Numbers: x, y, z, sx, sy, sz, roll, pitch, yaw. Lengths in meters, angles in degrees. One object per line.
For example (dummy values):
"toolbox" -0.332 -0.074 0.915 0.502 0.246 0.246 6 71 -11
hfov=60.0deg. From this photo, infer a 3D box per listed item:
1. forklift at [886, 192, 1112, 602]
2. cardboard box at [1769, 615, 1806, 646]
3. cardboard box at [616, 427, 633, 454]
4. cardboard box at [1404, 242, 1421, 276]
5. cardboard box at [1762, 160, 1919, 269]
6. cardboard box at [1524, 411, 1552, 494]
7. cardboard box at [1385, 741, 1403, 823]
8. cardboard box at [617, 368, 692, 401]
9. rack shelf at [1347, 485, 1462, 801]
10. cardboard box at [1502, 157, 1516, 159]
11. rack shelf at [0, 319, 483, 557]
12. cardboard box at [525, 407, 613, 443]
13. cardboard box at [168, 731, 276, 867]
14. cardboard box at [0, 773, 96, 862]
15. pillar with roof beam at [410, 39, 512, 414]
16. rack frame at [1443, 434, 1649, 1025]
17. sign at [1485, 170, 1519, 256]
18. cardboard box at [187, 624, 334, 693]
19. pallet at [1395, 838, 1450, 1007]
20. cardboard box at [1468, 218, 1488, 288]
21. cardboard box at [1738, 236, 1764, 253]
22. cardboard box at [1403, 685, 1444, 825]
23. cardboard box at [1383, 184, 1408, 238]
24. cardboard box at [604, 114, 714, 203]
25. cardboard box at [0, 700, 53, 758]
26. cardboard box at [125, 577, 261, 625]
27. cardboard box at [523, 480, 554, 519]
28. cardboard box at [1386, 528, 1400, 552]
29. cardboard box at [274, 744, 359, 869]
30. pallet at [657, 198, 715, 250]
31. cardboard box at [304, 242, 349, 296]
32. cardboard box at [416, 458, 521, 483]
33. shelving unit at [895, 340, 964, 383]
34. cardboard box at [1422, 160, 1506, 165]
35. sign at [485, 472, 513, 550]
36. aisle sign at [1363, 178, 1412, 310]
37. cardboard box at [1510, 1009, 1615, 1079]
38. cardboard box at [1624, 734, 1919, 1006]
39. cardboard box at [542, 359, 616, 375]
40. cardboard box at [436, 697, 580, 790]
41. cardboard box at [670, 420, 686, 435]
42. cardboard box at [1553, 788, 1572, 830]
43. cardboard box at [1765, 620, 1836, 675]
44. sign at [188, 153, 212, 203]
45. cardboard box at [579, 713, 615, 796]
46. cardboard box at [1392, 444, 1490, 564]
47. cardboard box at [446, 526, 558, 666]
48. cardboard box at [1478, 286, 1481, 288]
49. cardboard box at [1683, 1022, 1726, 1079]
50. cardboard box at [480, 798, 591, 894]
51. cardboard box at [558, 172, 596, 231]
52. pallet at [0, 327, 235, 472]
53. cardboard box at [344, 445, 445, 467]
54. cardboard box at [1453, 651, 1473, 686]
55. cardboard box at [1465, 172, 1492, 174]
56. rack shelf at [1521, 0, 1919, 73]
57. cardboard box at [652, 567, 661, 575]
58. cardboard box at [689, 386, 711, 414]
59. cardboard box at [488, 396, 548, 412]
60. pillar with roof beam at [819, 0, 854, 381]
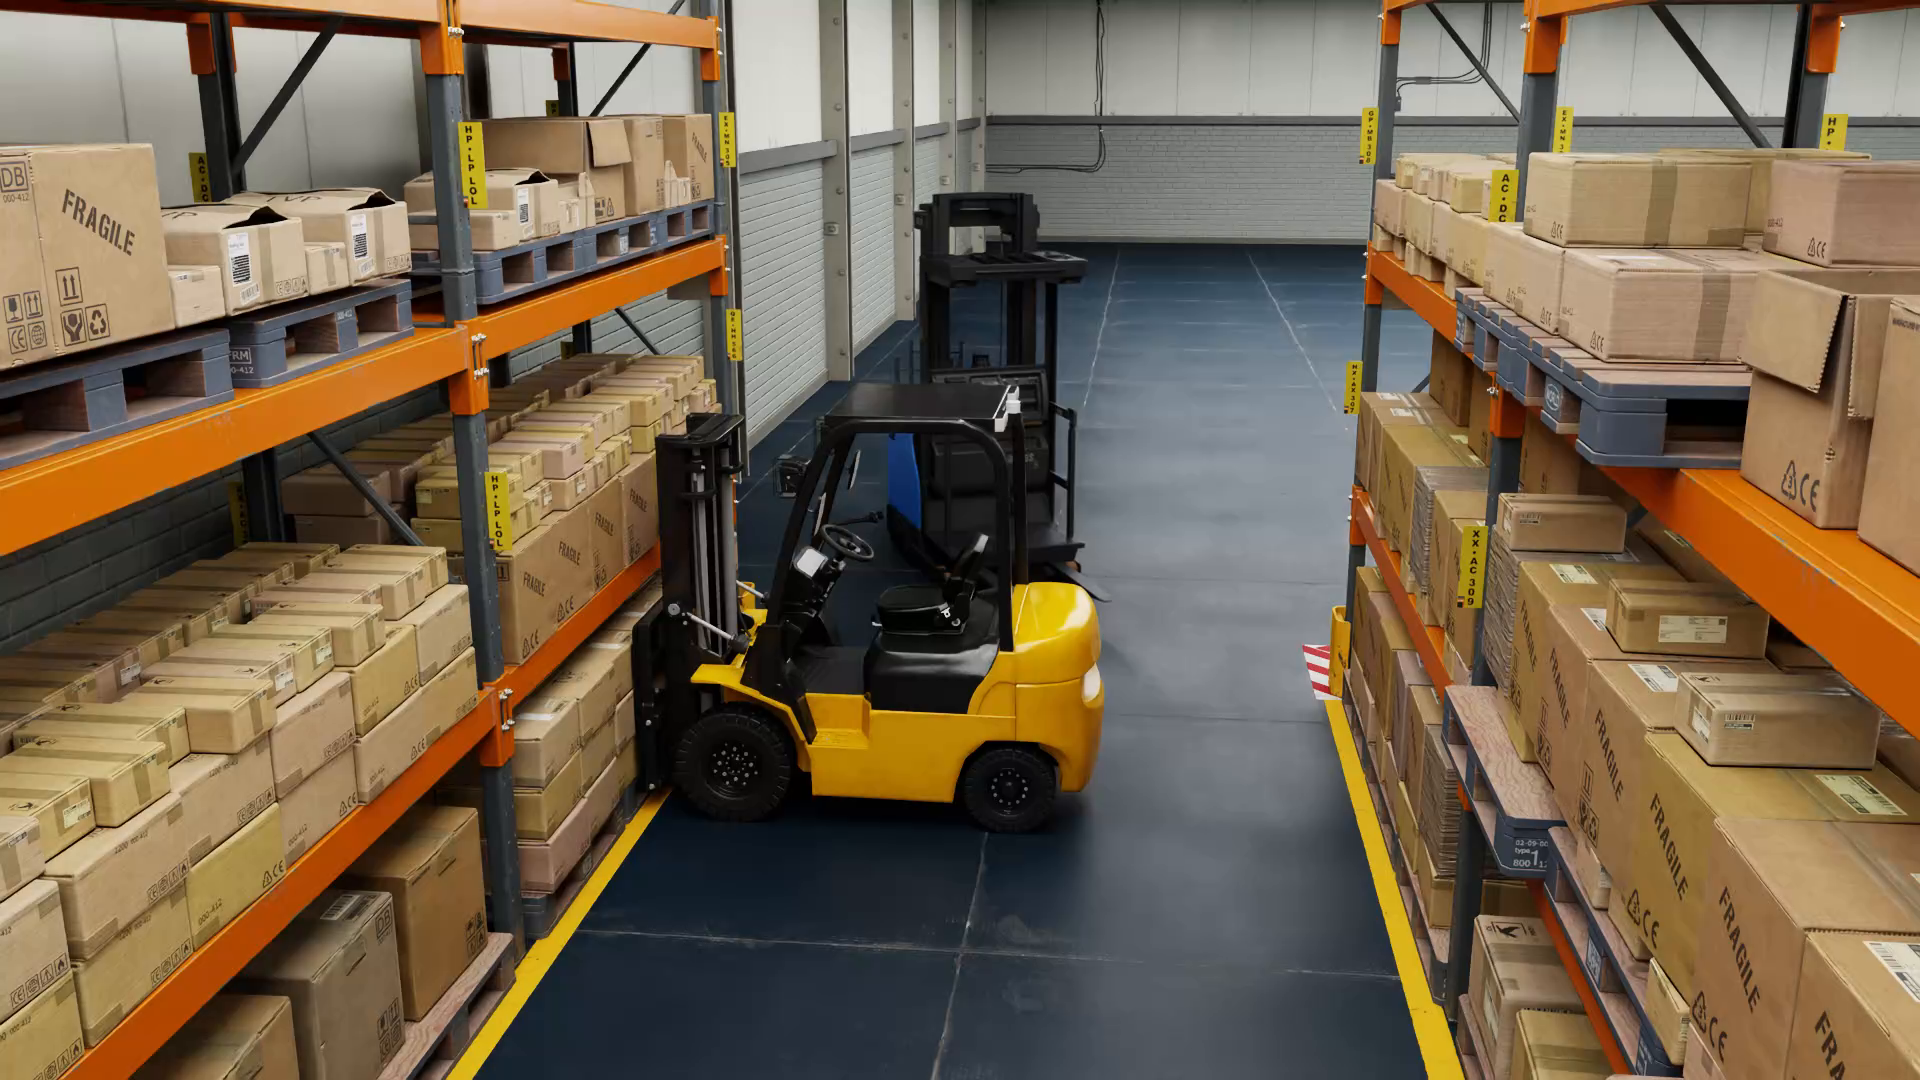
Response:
"forklift" 0.300 -1.123 12.702 1.130 2.935 3.031 -5 16 -17
"cardboard box" 2.607 0.205 4.847 0.380 0.149 0.250 1 15 4
"cardboard box" -1.972 -0.515 8.884 0.380 0.149 0.250 2 15 6
"cardboard box" 2.457 -1.417 8.389 0.380 0.149 0.250 2 15 7
"cardboard box" 2.475 -0.864 4.391 0.500 0.250 0.500 2 15 7
"cardboard box" 2.852 -0.378 7.137 0.700 0.500 0.500 2 15 7
"cardboard box" 2.419 1.229 8.333 0.500 0.250 0.500 2 15 7
"cardboard box" -1.804 -0.919 9.811 0.380 0.149 0.250 2 15 8
"rack shelf" 2.733 0.364 8.446 1.077 0.370 4.000 2 15 6
"cardboard box" 3.136 -1.984 8.961 0.380 0.149 0.250 2 15 6
"rack shelf" -2.651 -0.191 4.755 1.077 0.370 4.000 2 15 6
"cardboard box" -2.017 -0.590 8.593 0.380 0.149 0.250 2 15 6
"cardboard box" -2.416 0.753 4.960 0.500 0.250 0.500 2 15 7
"cardboard box" -2.500 0.722 4.312 0.380 0.149 0.250 2 15 7
"pillar with roof beam" 1.330 -3.262 8.986 9.100 9.000 0.400 2 15 6
"rack frame" 2.507 0.536 6.434 1.000 3.000 0.127 2 15 6
"sign" 1.967 -1.176 6.027 0.100 0.325 0.005 2 15 6
"cardboard box" -2.324 0.392 5.532 0.380 0.149 0.250 1 15 5
"pallet" 2.548 1.707 7.446 1.003 0.211 1.213 2 15 6
"cardboard box" 2.290 -1.106 6.477 0.500 0.250 0.500 2 15 6
"cardboard box" 2.523 -0.756 4.946 0.500 0.250 0.500 2 15 7
"cardboard box" 2.363 1.005 7.725 0.500 0.500 0.500 2 15 7
"cardboard box" 2.571 -1.768 8.924 0.500 0.250 0.500 1 15 5
"cardboard box" -1.781 -2.272 9.884 0.500 0.500 0.500 2 15 8
"cardboard box" -2.887 0.578 4.845 0.380 0.149 0.250 2 15 8
"cardboard box" -2.789 0.247 6.068 0.380 0.149 0.250 2 15 6
"cardboard box" -2.098 -0.181 7.652 0.380 0.149 0.250 2 15 6
"cardboard box" 2.520 -0.033 9.020 0.380 0.149 0.250 2 15 8
"cardboard box" -2.360 0.860 5.523 0.500 0.250 0.500 2 15 7
"pallet" -2.079 -1.870 9.752 1.003 0.211 1.213 2 15 6
"cardboard box" -2.247 -0.893 5.456 0.380 0.149 0.250 2 15 6
"cardboard box" -2.172 -0.259 7.370 0.380 0.149 0.250 2 15 7
"shelving unit" -0.262 -0.960 14.838 0.538 1.500 1.048 1 15 5
"cardboard box" 2.579 -1.868 8.532 0.380 0.149 0.250 2 15 6
"sign" -1.885 -0.117 6.780 0.100 0.325 0.005 2 15 6
"aisle sign" 2.658 -1.782 10.024 0.394 0.787 0.004 2 15 6
"cardboard box" 2.373 1.924 5.529 0.950 0.372 0.625 3 15 10
"cardboard box" 1.934 0.787 3.938 0.500 0.500 0.500 1 15 2
"cardboard box" -2.316 -1.004 10.124 0.380 0.149 0.250 2 15 8
"cardboard box" -2.059 0.916 7.574 0.500 0.250 0.500 1 15 5
"cardboard box" -1.836 -0.425 9.797 0.500 0.500 0.500 2 15 8
"cardboard box" 2.068 0.794 5.155 0.380 0.149 0.250 2 15 7
"cardboard box" 2.564 0.530 4.889 0.500 0.500 0.500 2 15 8
"sign" -2.977 -1.361 6.561 0.100 0.325 0.005 2 15 6
"cardboard box" -2.009 1.027 8.123 0.500 0.250 0.500 2 15 6
"cardboard box" 2.469 -0.180 8.320 0.500 0.500 0.500 1 15 5
"cardboard box" -2.115 0.235 7.355 0.500 0.500 0.500 1 15 5
"cardboard box" 2.361 -1.012 6.892 0.380 0.149 0.250 2 15 7
"cardboard box" 1.838 1.197 3.667 0.380 0.149 0.250 1 15 4
"cardboard box" -2.041 1.400 7.703 0.500 0.250 0.500 2 15 7
"cardboard box" -1.956 -1.619 7.920 0.396 0.266 0.258 1 15 5
"pallet" -2.765 -0.398 4.501 1.003 0.211 1.213 2 15 9
"cardboard box" -2.603 -0.339 7.665 0.380 0.149 0.250 2 15 6
"cardboard box" 2.241 0.565 6.808 0.380 0.149 0.250 2 15 6
"cardboard box" 2.428 -1.535 7.300 0.380 0.149 0.250 1 15 5
"rack shelf" 2.282 -1.301 3.878 1.077 0.370 4.000 2 15 6
"cardboard box" -1.767 0.256 10.015 0.500 0.250 0.500 2 15 7
"cardboard box" -1.734 -0.843 10.098 0.380 0.149 0.250 2 15 7
"cardboard box" -2.427 -0.671 8.892 0.380 0.149 0.250 2 15 7
"pillar with roof beam" 2.684 -6.374 20.496 9.100 9.000 0.400 2 15 6
